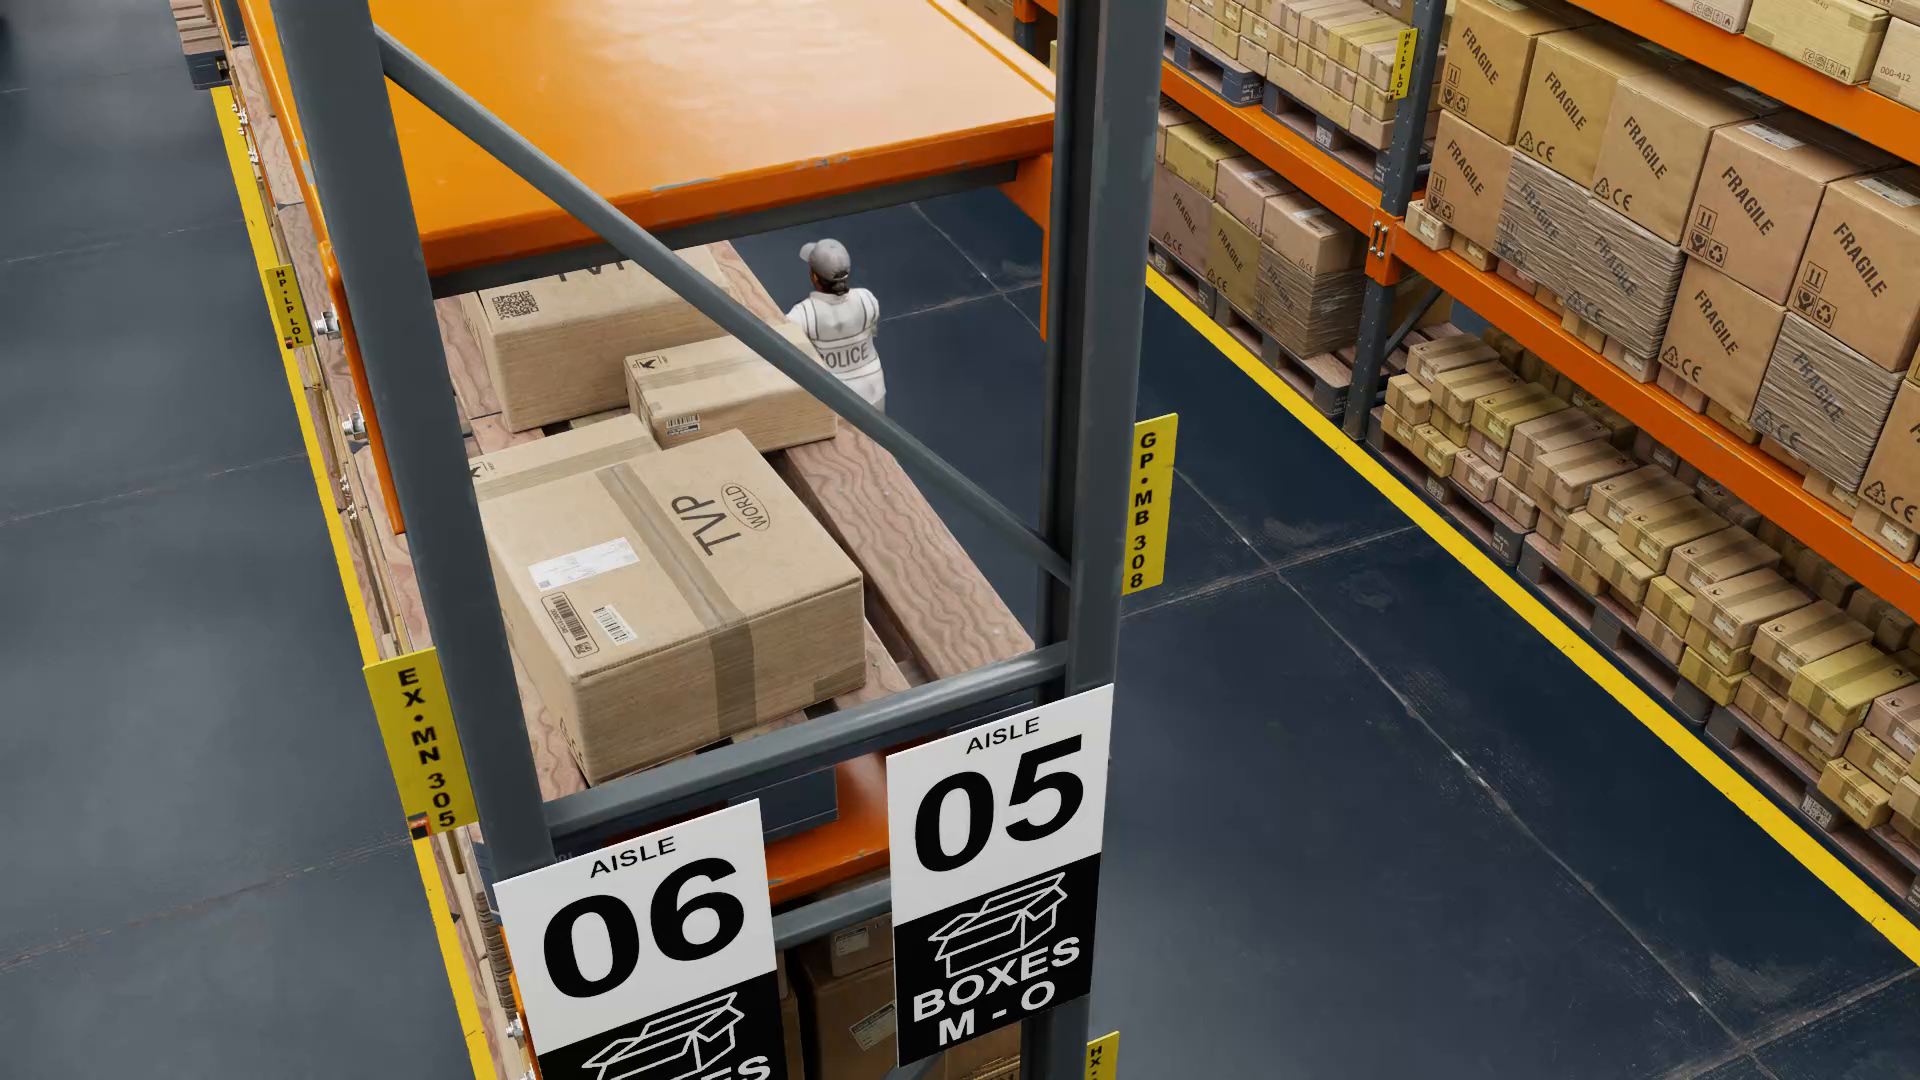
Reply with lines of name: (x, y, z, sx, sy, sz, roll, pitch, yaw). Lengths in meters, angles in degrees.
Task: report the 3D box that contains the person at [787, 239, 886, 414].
person: (-0.601, -0.681, 7.748, 0.452, 1.662, 0.539, -16, 40, -20)
